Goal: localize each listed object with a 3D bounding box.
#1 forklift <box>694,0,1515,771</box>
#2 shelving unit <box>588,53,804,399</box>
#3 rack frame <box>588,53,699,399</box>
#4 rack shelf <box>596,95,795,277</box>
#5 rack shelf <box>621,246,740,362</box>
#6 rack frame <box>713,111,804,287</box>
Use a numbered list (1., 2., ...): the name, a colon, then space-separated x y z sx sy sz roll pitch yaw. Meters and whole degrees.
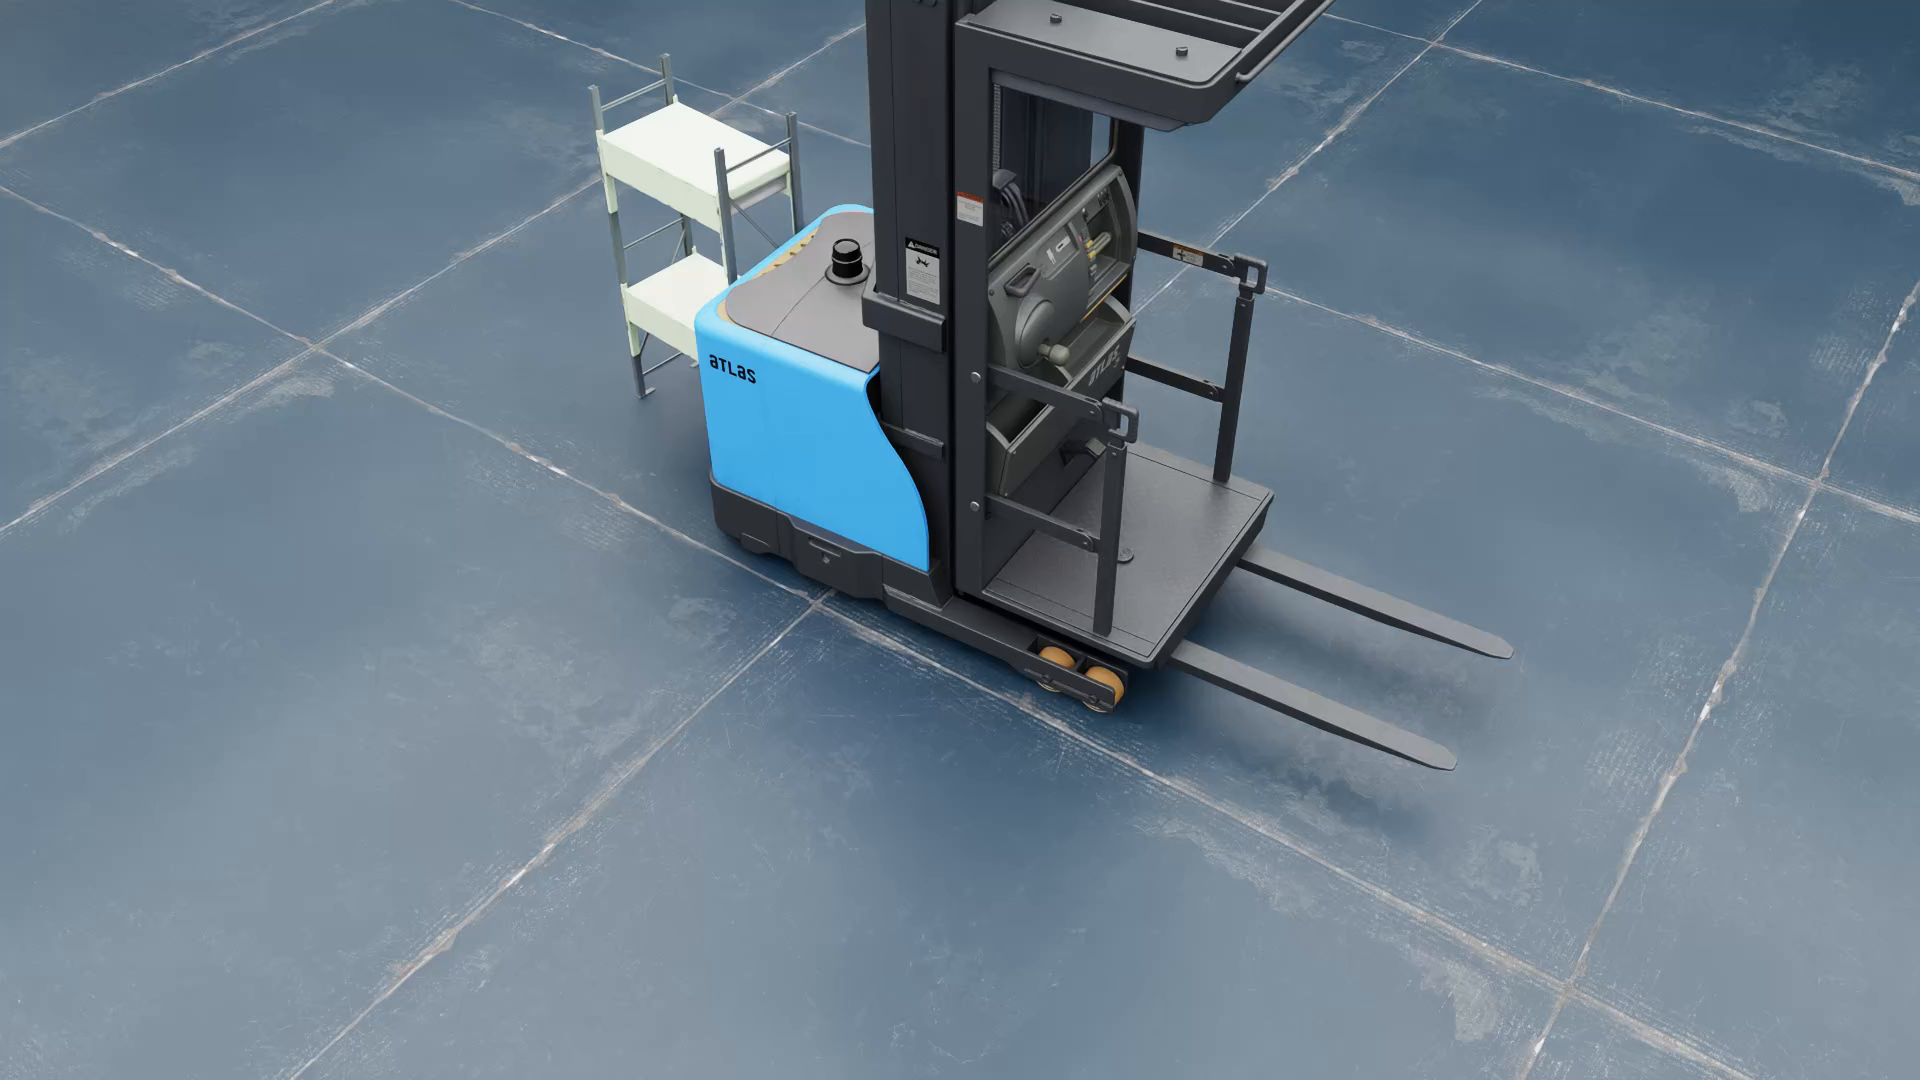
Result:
1. forklift: 0.532 -0.874 5.529 3.031 2.935 1.130 22 46 23
2. shelving unit: -1.035 -1.131 6.889 0.755 1.500 0.431 31 50 30
3. rack frame: -1.307 -1.295 7.072 0.023 1.500 0.400 31 50 30
4. rack shelf: -1.035 -1.422 6.629 0.720 0.370 0.431 31 50 30
5. rack shelf: -1.035 -0.888 7.107 0.720 0.370 0.431 31 50 30
6. rack frame: -0.764 -0.968 6.707 0.023 1.500 0.400 31 50 30
